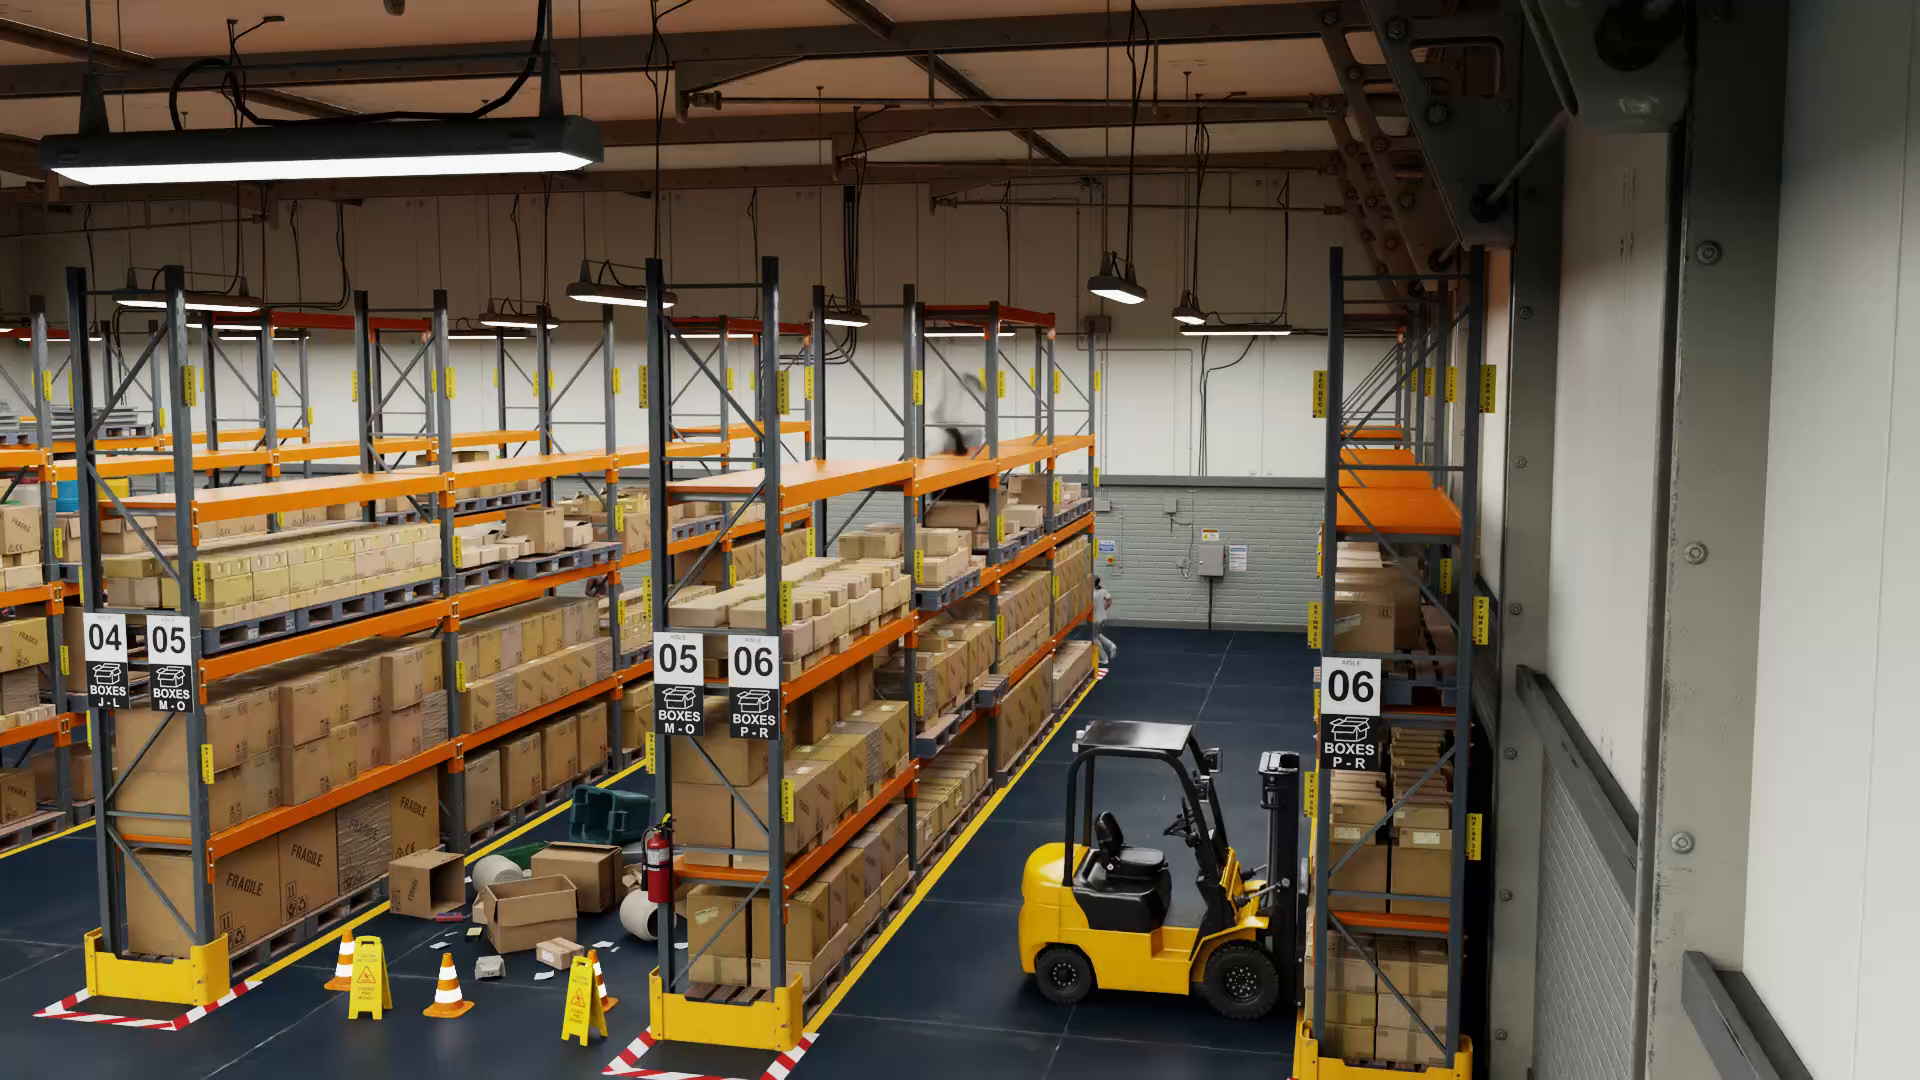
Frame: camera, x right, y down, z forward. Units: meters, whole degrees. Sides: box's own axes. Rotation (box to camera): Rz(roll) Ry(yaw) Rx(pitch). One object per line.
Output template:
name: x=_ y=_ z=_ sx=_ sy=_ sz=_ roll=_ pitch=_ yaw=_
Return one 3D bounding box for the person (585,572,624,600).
person: x=-6.418 y=1.245 z=30.112 sx=0.718 sy=1.824 sz=0.828 roll=-2 pitch=6 yaw=-22

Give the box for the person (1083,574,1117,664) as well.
person: x=2.420 y=1.404 z=29.340 sx=0.534 sy=1.611 sz=0.614 roll=5 pitch=8 yaw=42
